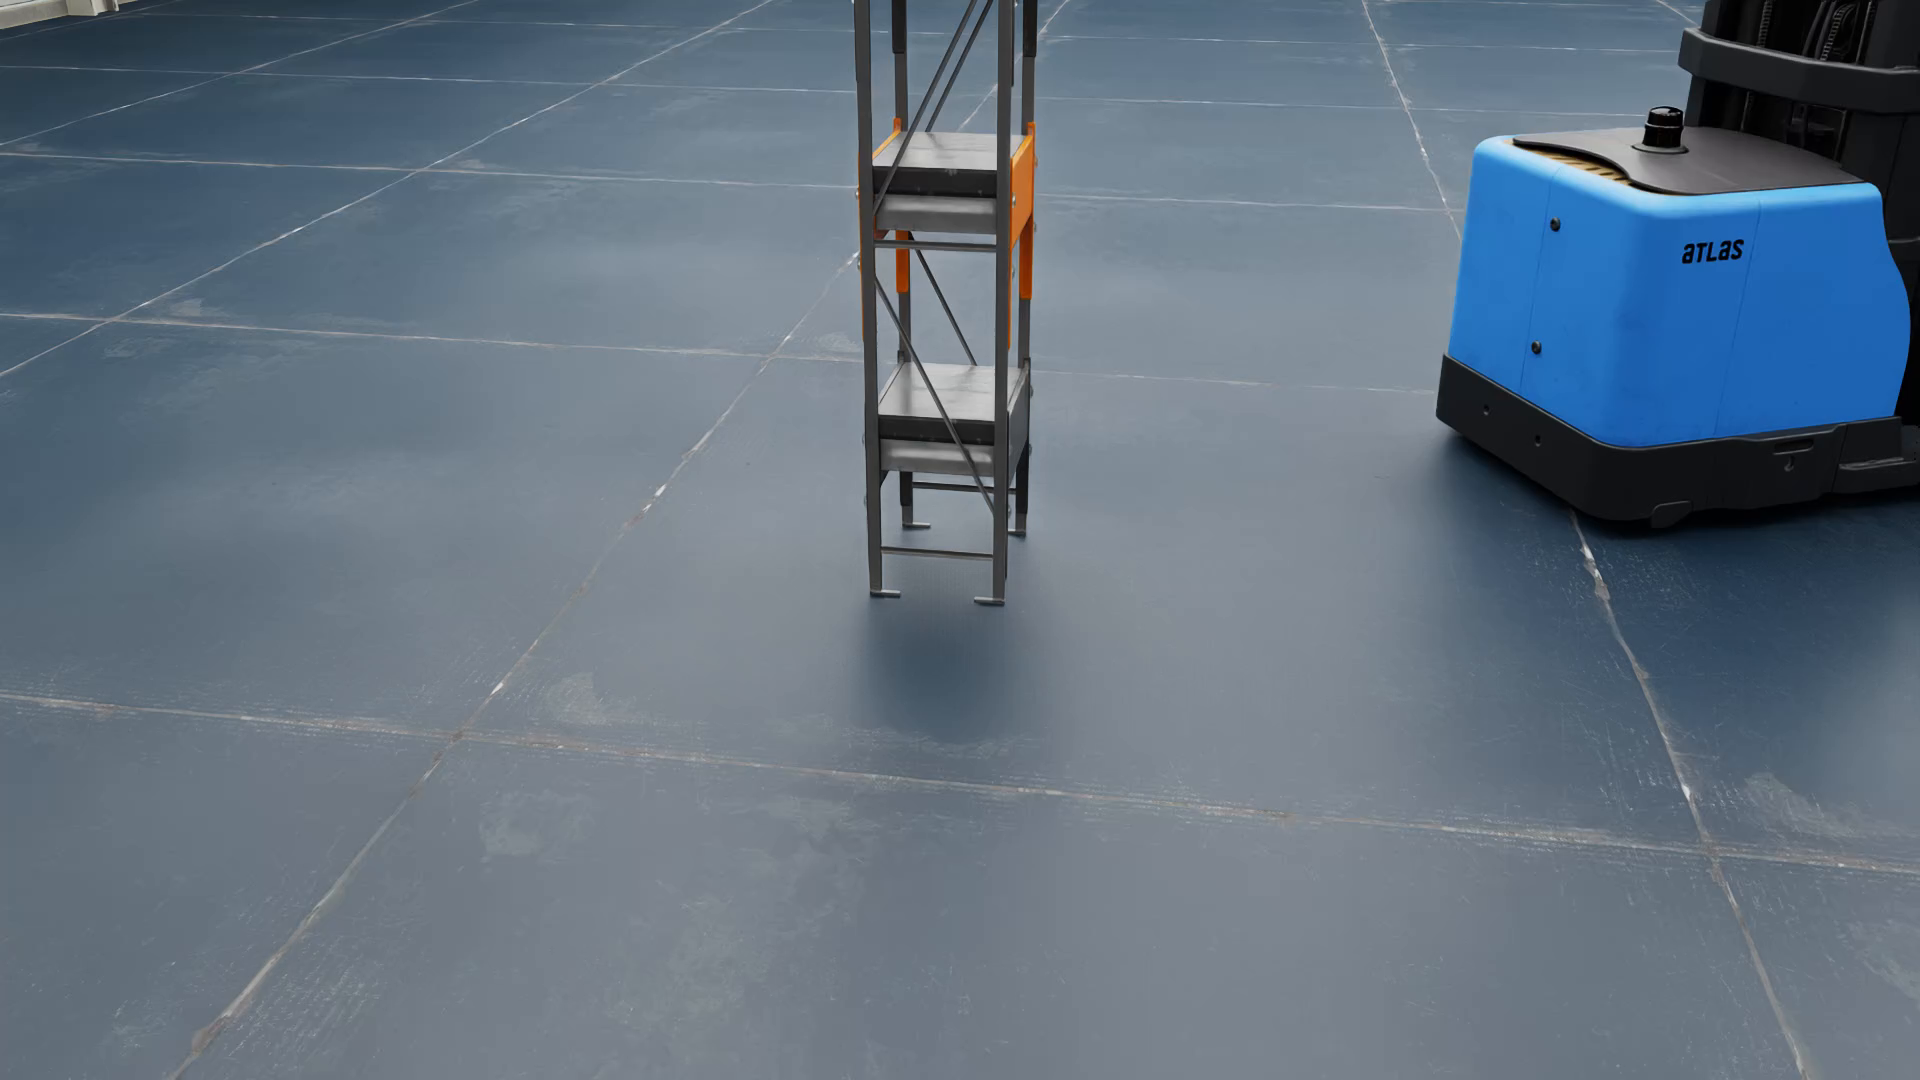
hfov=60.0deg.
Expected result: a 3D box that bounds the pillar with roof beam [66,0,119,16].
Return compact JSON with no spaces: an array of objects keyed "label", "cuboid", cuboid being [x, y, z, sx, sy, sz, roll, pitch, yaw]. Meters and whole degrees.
[{"label":"pillar with roof beam","cuboid":[-4.248,-8.944,13.743,9.100,9.000,0.400,4,25,9]}]

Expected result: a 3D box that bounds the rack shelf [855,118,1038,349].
[{"label":"rack shelf","cuboid":[-0.027,-0.869,4.663,0.431,0.518,0.480,4,25,9]}]

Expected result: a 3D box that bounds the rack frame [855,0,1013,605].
[{"label":"rack frame","cuboid":[-0.067,-0.780,4.439,0.400,2.100,0.015,4,25,9]}]

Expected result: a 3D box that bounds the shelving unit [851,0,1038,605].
[{"label":"shelving unit","cuboid":[-0.027,-0.882,4.657,0.431,2.100,0.503,4,25,9]}]

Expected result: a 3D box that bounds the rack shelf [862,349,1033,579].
[{"label":"rack shelf","cuboid":[-0.027,-0.235,4.959,0.431,0.518,0.480,4,25,9]}]

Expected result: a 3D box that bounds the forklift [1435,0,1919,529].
[{"label":"forklift","cuboid":[3.302,-1.708,5.441,3.031,2.935,1.130,-7,26,-15]}]

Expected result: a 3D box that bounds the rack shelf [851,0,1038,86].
[{"label":"rack shelf","cuboid":[-0.027,-1.503,4.366,0.431,0.518,0.480,4,25,9]}]

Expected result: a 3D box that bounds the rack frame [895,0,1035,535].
[{"label":"rack frame","cuboid":[0.013,-0.984,4.875,0.400,2.100,0.015,4,25,9]}]
